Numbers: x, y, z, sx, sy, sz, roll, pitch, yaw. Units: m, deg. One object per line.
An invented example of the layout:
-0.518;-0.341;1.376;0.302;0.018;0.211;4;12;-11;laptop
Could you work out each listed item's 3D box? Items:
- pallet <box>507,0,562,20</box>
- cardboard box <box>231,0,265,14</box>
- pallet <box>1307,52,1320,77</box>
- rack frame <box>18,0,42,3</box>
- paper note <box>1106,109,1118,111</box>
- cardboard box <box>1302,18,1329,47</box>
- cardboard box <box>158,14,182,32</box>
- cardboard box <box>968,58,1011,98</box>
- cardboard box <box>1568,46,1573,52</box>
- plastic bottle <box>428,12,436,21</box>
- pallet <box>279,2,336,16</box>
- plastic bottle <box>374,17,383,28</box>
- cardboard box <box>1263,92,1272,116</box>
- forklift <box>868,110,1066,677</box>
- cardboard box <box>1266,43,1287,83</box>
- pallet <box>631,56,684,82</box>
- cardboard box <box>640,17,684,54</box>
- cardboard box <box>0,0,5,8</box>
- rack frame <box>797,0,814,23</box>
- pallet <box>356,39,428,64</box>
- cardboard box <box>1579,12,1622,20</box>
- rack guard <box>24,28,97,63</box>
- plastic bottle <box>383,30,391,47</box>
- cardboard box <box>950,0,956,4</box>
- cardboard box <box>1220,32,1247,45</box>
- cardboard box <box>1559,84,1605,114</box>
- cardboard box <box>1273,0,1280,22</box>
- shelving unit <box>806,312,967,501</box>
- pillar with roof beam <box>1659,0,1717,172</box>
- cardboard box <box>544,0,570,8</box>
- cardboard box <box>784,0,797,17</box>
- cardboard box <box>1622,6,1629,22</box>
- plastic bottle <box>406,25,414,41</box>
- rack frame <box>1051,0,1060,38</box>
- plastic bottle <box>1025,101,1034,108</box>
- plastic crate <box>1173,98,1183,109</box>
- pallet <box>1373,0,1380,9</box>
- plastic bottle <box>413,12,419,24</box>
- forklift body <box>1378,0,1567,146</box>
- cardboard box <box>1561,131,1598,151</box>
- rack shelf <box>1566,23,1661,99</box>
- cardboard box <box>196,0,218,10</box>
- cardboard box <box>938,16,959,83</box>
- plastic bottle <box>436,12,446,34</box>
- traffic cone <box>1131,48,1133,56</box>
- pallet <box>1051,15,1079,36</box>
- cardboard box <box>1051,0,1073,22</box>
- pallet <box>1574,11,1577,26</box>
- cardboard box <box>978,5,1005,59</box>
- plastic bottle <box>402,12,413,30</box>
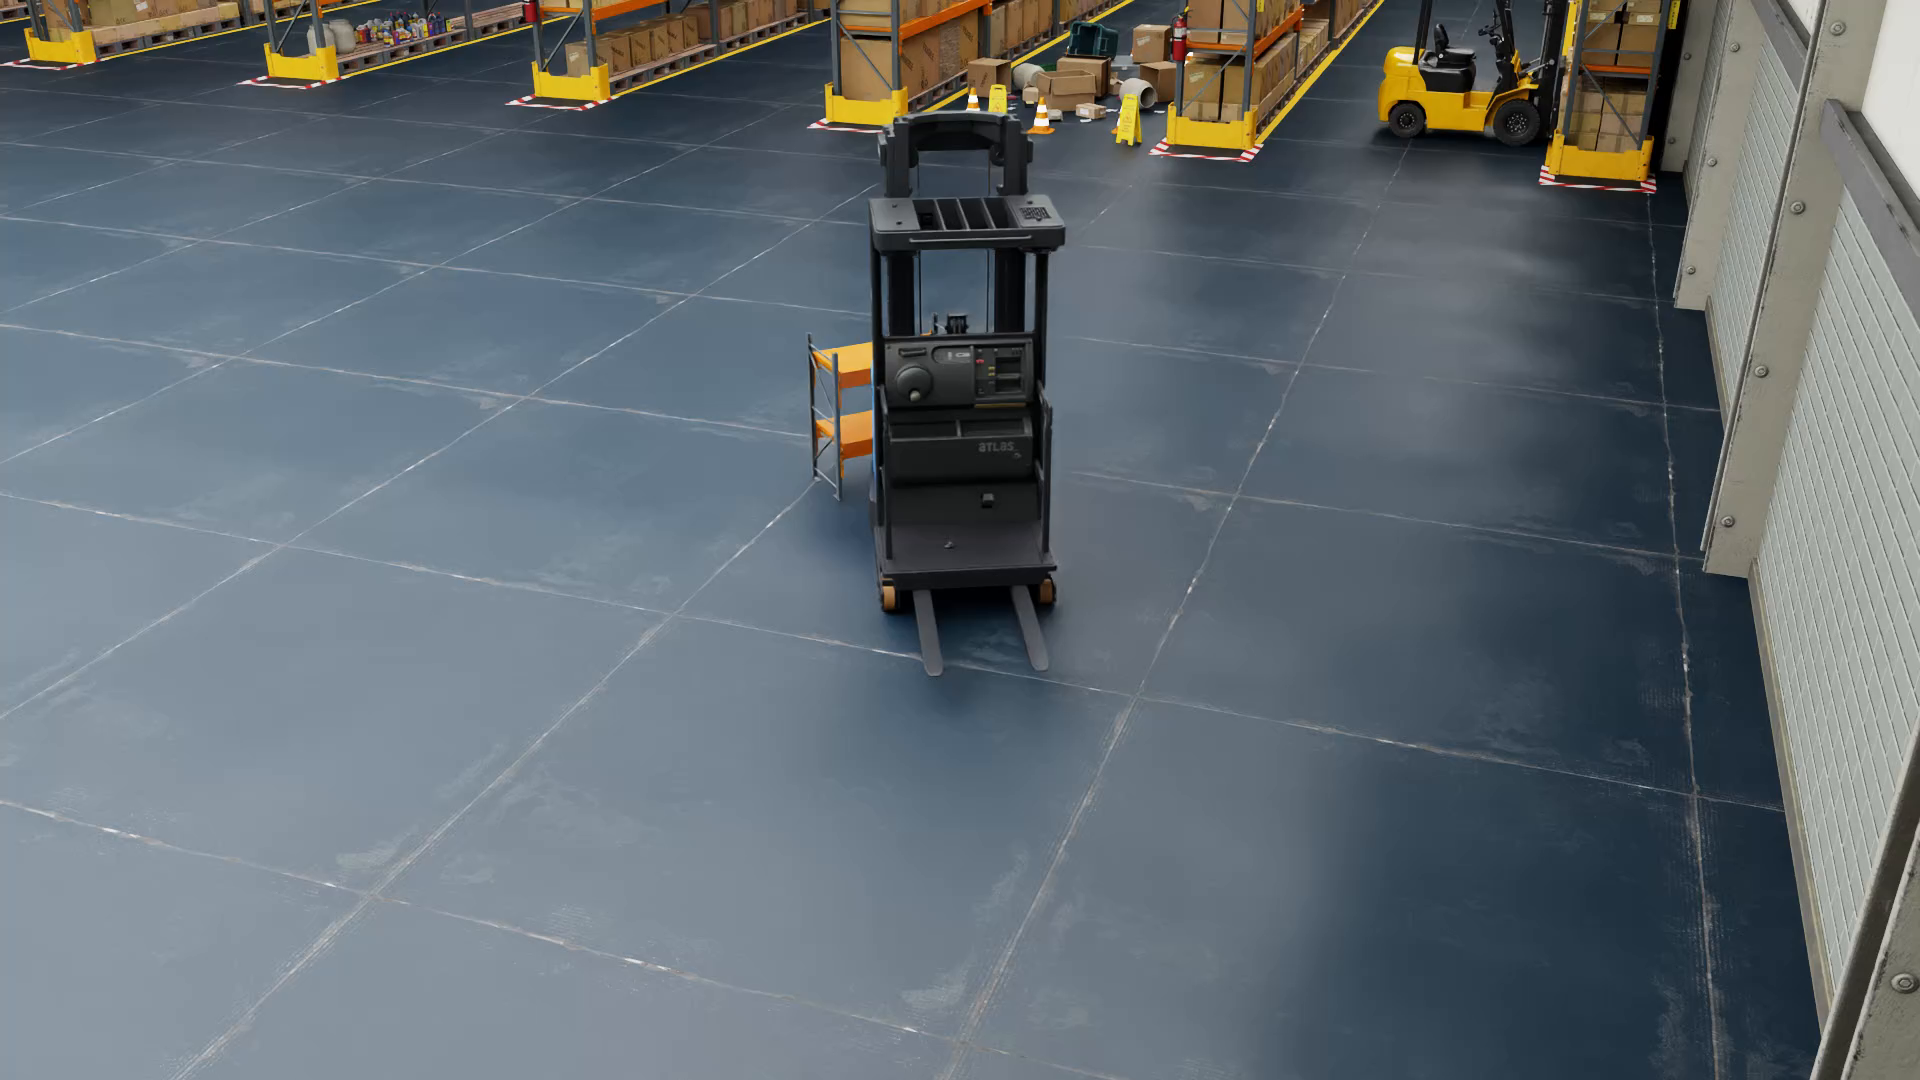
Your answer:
-8.274;-10.567;33.057;1.003;0.211;1.213;9;27;17;pallet
-13.613;-10.293;31.963;0.500;0.250;0.500;8;27;16;cardboard box
5.367;-7.904;27.556;1.003;0.211;1.213;9;27;17;pallet
-18.653;-11.928;32.667;1.000;3.000;0.127;9;27;17;rack frame
2.236;-6.355;24.577;0.148;0.019;0.142;20;32;35;paper note
5.839;-8.755;28.648;0.950;0.372;0.625;7;27;14;cardboard box
-14.423;-9.323;29.961;0.500;0.250;0.500;9;27;17;cardboard box
0.455;-7.102;25.565;0.500;0.500;0.500;14;29;26;cardboard box
8.930;-6.866;23.738;0.500;0.250;0.500;8;27;17;cardboard box
-9.389;-9.212;29.592;0.144;0.351;0.185;9;27;17;plastic bottle
-13.368;-10.768;33.470;1.003;0.211;1.213;9;27;17;pallet
-10.175;-8.973;29.100;0.144;0.351;0.185;9;27;17;plastic bottle
4.080;-6.144;23.394;0.500;0.250;0.500;10;27;19;cardboard box
0.020;-1.021;10.219;1.130;2.935;3.031;-2;26;-5;forklift
4.425;-6.924;24.145;0.500;0.500;0.500;10;28;20;cardboard box
-5.234;-7.734;27.205;1.003;0.211;1.213;9;27;17;pallet
-4.994;-8.442;27.854;0.500;0.500;0.500;19;32;34;cardboard box
-18.961;-10.569;32.223;0.500;0.500;0.500;7;27;14;cardboard box
-3.309;-11.417;31.612;1.000;3.000;0.127;9;27;17;rack frame
-9.978;-8.463;28.711;1.003;0.211;1.213;9;27;17;pallet
8.154;-6.471;21.282;0.500;0.500;0.500;10;27;19;cardboard box
-15.319;-8.433;28.316;1.175;0.500;0.348;9;27;17;rack guard
-9.744;-8.518;28.249;0.097;0.271;0.097;0;26;0;plastic bottle
-0.560;-8.492;25.399;0.875;0.550;0.550;9;27;17;cardboard box
3.682;-6.689;22.134;0.380;0.149;0.250;9;27;18;cardboard box
7.915;-5.610;21.144;0.500;0.250;0.500;10;27;19;cardboard box
4.131;-7.448;22.959;0.500;0.500;0.500;8;27;16;cardboard box
-0.531;-0.992;12.231;1.048;1.125;0.538;-13;29;-25;shelving unit
5.078;-9.454;20.673;9.100;9.000;0.400;9;27;17;pillar with roof beam
-6.071;-8.163;25.180;0.380;0.149;0.250;9;27;17;cardboard box
-3.513;-10.212;31.486;0.700;0.500;0.500;7;27;15;cardboard box
8.436;-6.523;20.646;0.380;0.149;0.250;9;27;17;cardboard box
-9.530;-8.783;28.797;0.097;0.271;0.097;0;26;0;plastic bottle
1.335;-10.656;30.040;1.000;3.000;0.127;9;27;17;rack frame
1.039;-6.530;24.890;0.133;0.061;0.283;0;26;-1;plastic bottle
3.410;-6.496;24.798;0.402;0.080;0.583;0;26;-1;plastic crate
8.099;-11.173;34.307;1.003;0.211;1.213;9;27;17;pallet
-9.830;-9.394;30.060;0.097;0.271;0.097;0;26;0;plastic bottle
6.967;-6.636;22.711;2.313;2.155;1.214;9;27;17;forklift body
7.915;-5.164;21.371;0.500;0.250;0.500;9;27;18;cardboard box
8.722;-6.472;22.224;1.077;0.370;4.000;9;27;17;rack shelf
-14.106;-10.074;30.651;0.500;0.500;0.500;9;27;17;cardboard box
-0.568;-7.626;25.738;0.875;0.875;0.875;9;27;18;cardboard box
-9.253;-9.191;29.549;0.144;0.351;0.185;8;27;16;plastic bottle
2.951;-8.171;27.819;0.336;0.463;0.334;9;27;17;traffic cone
1.596;-9.722;31.311;1.003;0.211;1.213;9;27;17;pallet
1.811;-9.974;31.018;0.500;0.500;0.500;8;27;15;cardboard box
12.279;-9.932;31.745;1.003;0.211;1.213;9;27;17;pallet
0.125;-8.457;27.598;1.050;0.750;0.750;9;27;17;cardboard box
-9.835;-9.205;29.577;0.144;0.351;0.185;9;27;17;plastic bottle
